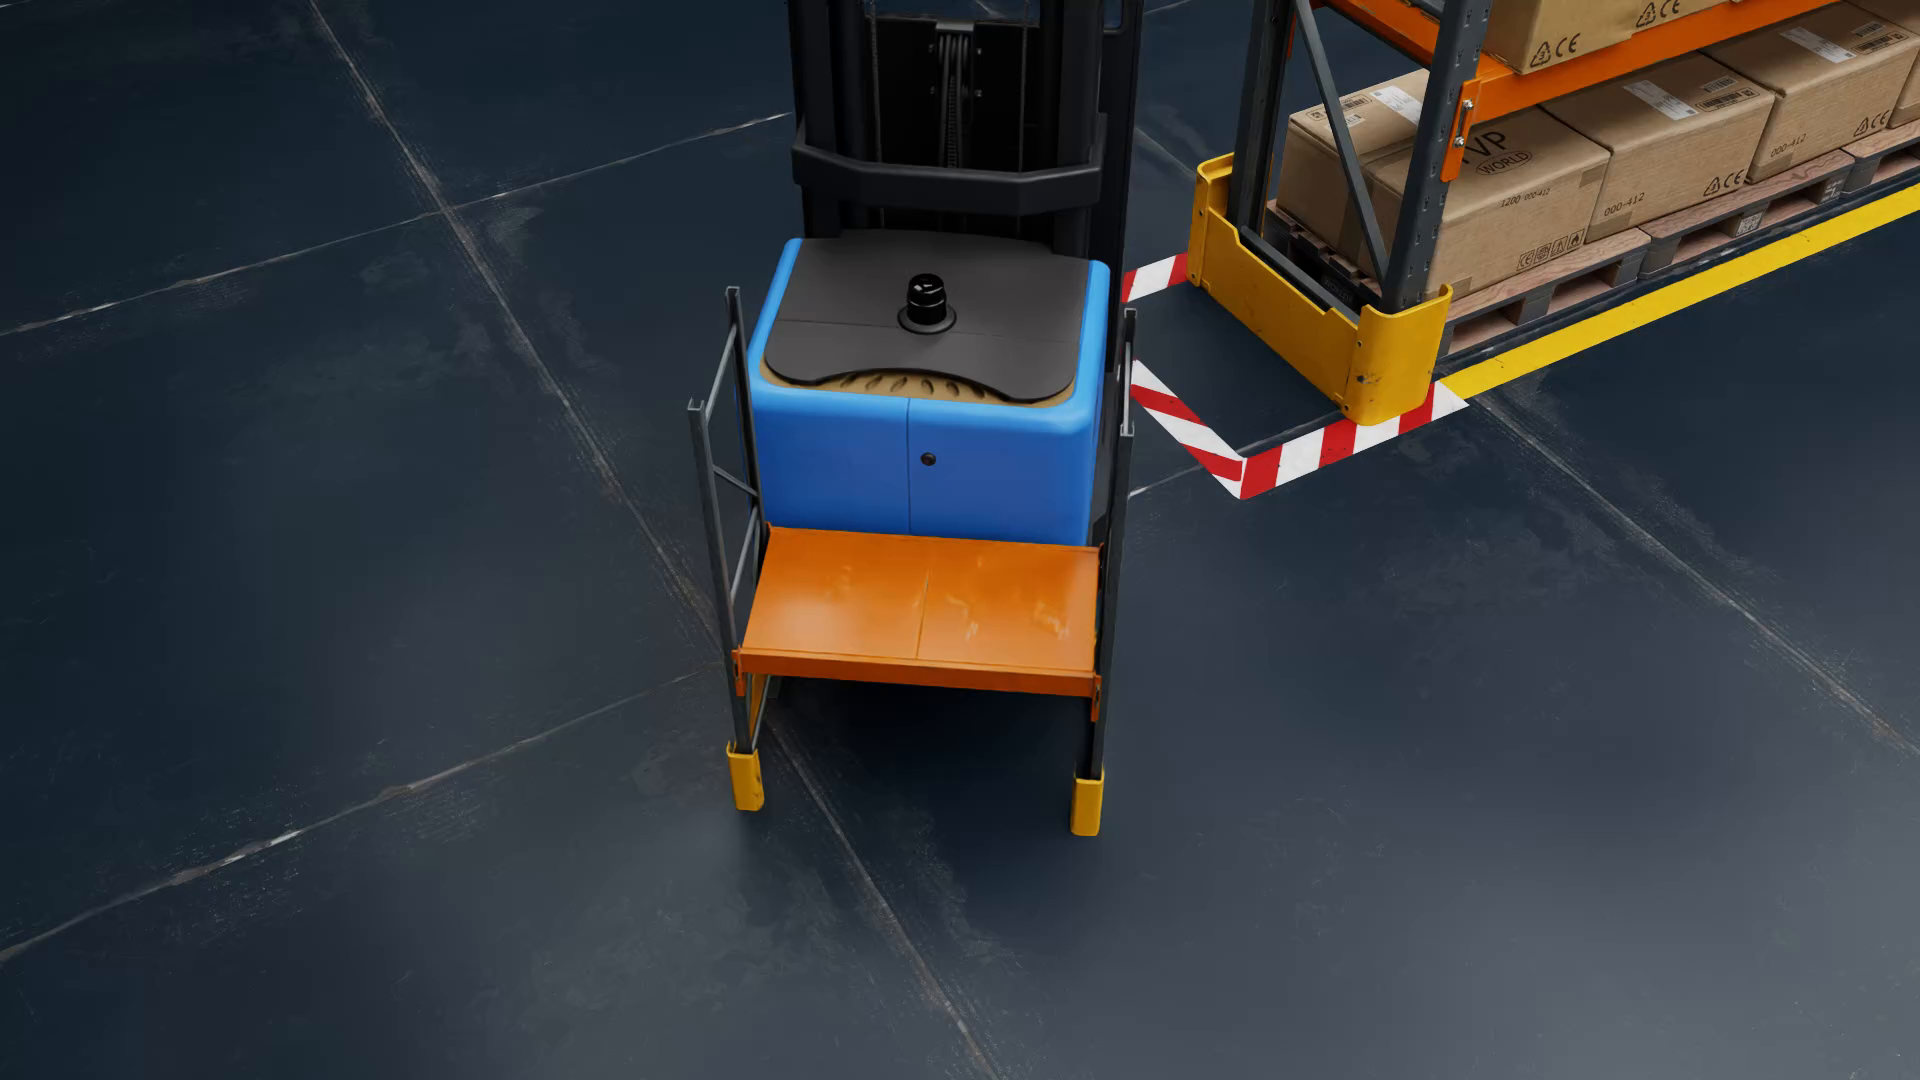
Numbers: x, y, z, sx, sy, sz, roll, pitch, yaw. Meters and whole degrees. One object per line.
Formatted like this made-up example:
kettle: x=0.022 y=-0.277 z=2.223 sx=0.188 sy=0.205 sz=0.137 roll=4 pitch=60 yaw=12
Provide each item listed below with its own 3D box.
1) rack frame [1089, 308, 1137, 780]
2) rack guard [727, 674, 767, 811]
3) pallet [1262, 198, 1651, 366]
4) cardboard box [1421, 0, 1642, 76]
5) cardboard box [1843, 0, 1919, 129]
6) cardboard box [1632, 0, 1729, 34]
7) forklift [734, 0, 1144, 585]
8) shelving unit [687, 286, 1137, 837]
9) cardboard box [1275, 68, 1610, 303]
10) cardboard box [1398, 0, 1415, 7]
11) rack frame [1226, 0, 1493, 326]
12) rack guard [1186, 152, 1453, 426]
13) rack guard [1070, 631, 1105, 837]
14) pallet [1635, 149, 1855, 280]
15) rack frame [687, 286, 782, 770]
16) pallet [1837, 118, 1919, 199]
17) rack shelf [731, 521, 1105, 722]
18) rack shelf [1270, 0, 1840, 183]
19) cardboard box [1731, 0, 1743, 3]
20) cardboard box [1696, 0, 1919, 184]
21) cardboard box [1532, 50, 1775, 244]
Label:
rack frame: x=0.409 y=0.125 z=4.544 sx=0.032 sy=1.500 sz=0.500 roll=4 pitch=44 yaw=4
rack guard: x=-0.602 y=0.509 z=5.046 sx=0.087 sy=0.250 sz=0.587 roll=4 pitch=44 yaw=4
pallet: x=2.024 y=-1.227 z=6.863 sx=1.213 sy=0.211 sz=1.003 roll=-22 pitch=48 yaw=-21
cardboard box: x=1.929 y=-1.933 z=5.516 sx=0.500 sy=0.500 sz=0.500 roll=-22 pitch=48 yaw=-21
cardboard box: x=4.240 y=-2.369 z=7.576 sx=0.875 sy=0.438 sz=0.875 roll=-22 pitch=48 yaw=-21
cardboard box: x=2.354 y=-2.125 z=5.714 sx=0.500 sy=0.500 sz=0.500 roll=-22 pitch=48 yaw=-21
forklift: x=0.047 y=-1.675 z=5.372 sx=1.130 sy=2.935 sz=3.031 roll=5 pitch=44 yaw=5
shelving unit: x=-0.106 y=0.092 z=4.578 sx=1.083 sy=1.500 sz=0.587 roll=4 pitch=44 yaw=4
cardboard box: x=1.892 y=-1.424 z=6.602 sx=0.875 sy=0.438 sz=0.875 roll=-23 pitch=49 yaw=-22
cardboard box: x=1.656 y=-2.267 z=5.860 sx=0.500 sy=0.500 sz=0.500 roll=-22 pitch=48 yaw=-21
rack frame: x=1.370 y=-1.903 z=5.558 sx=0.127 sy=3.000 sz=1.000 roll=-22 pitch=48 yaw=-21
rack guard: x=1.349 y=-0.998 z=6.420 sx=0.348 sy=0.500 sz=1.175 roll=-22 pitch=48 yaw=-21
rack guard: x=0.389 y=0.572 z=4.981 sx=0.087 sy=0.250 sz=0.587 roll=4 pitch=44 yaw=4
pallet: x=3.081 y=-1.648 z=7.297 sx=1.213 sy=0.211 sz=1.003 roll=-22 pitch=48 yaw=-21
rack frame: x=-0.604 y=0.060 z=4.611 sx=0.032 sy=1.500 sz=0.500 roll=4 pitch=44 yaw=4
pallet: x=4.140 y=-2.074 z=7.736 sx=1.213 sy=0.211 sz=1.003 roll=-22 pitch=48 yaw=-21
rack shelf: x=-0.097 y=0.222 z=4.703 sx=1.000 sy=0.185 sz=0.538 roll=4 pitch=44 yaw=4
rack shelf: x=3.104 y=-2.339 z=6.523 sx=4.000 sy=0.370 sz=1.077 roll=-22 pitch=48 yaw=-21
cardboard box: x=2.804 y=-2.290 z=5.884 sx=0.500 sy=0.500 sz=0.500 roll=-22 pitch=48 yaw=-21
cardboard box: x=3.464 y=-2.059 z=7.255 sx=0.875 sy=0.438 sz=0.875 roll=-23 pitch=49 yaw=-22
cardboard box: x=2.682 y=-1.747 z=6.934 sx=0.875 sy=0.438 sz=0.875 roll=-21 pitch=48 yaw=-20
